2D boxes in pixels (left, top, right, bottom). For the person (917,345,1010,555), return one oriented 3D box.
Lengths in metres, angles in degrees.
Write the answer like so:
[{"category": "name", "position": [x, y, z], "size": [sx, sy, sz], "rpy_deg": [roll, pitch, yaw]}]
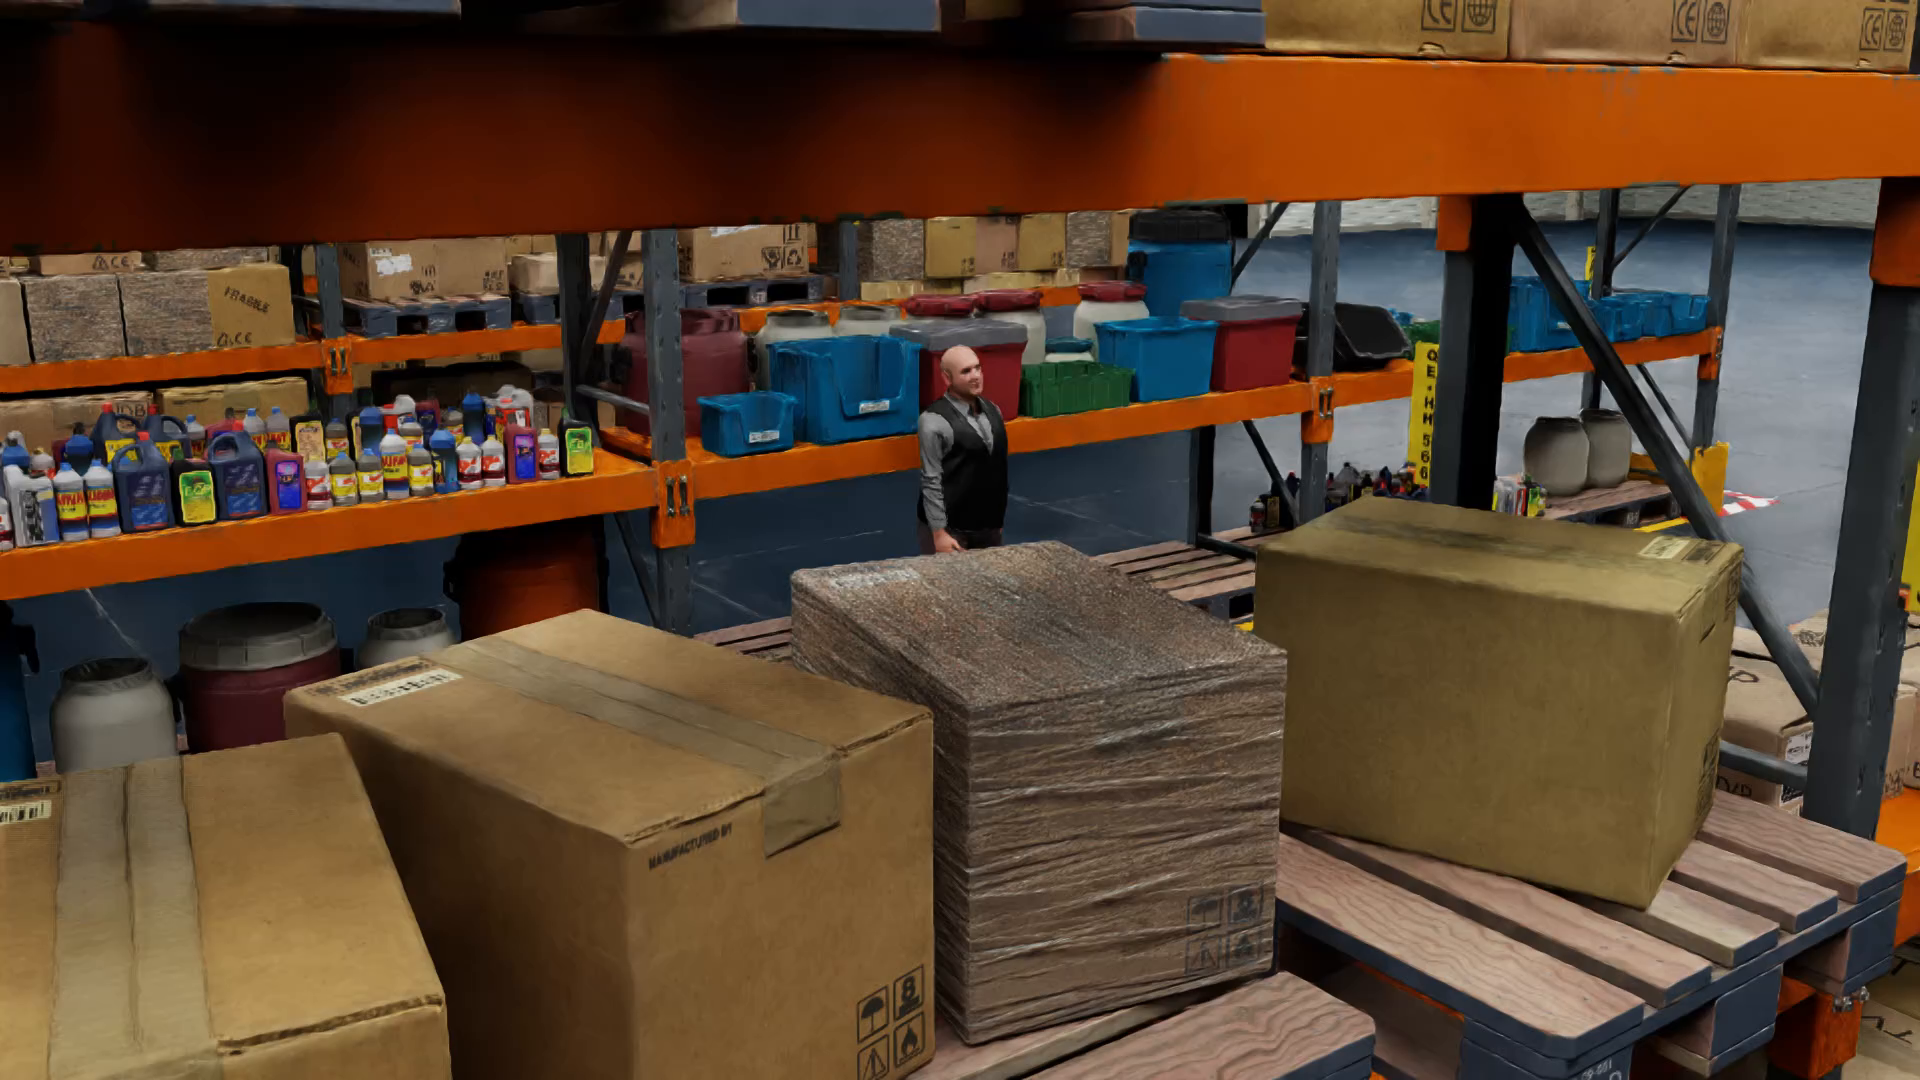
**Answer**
[{"category": "person", "position": [0.042, -0.048, 7.727], "size": [0.405, 1.722, 0.549], "rpy_deg": [13, 19, 41]}]
